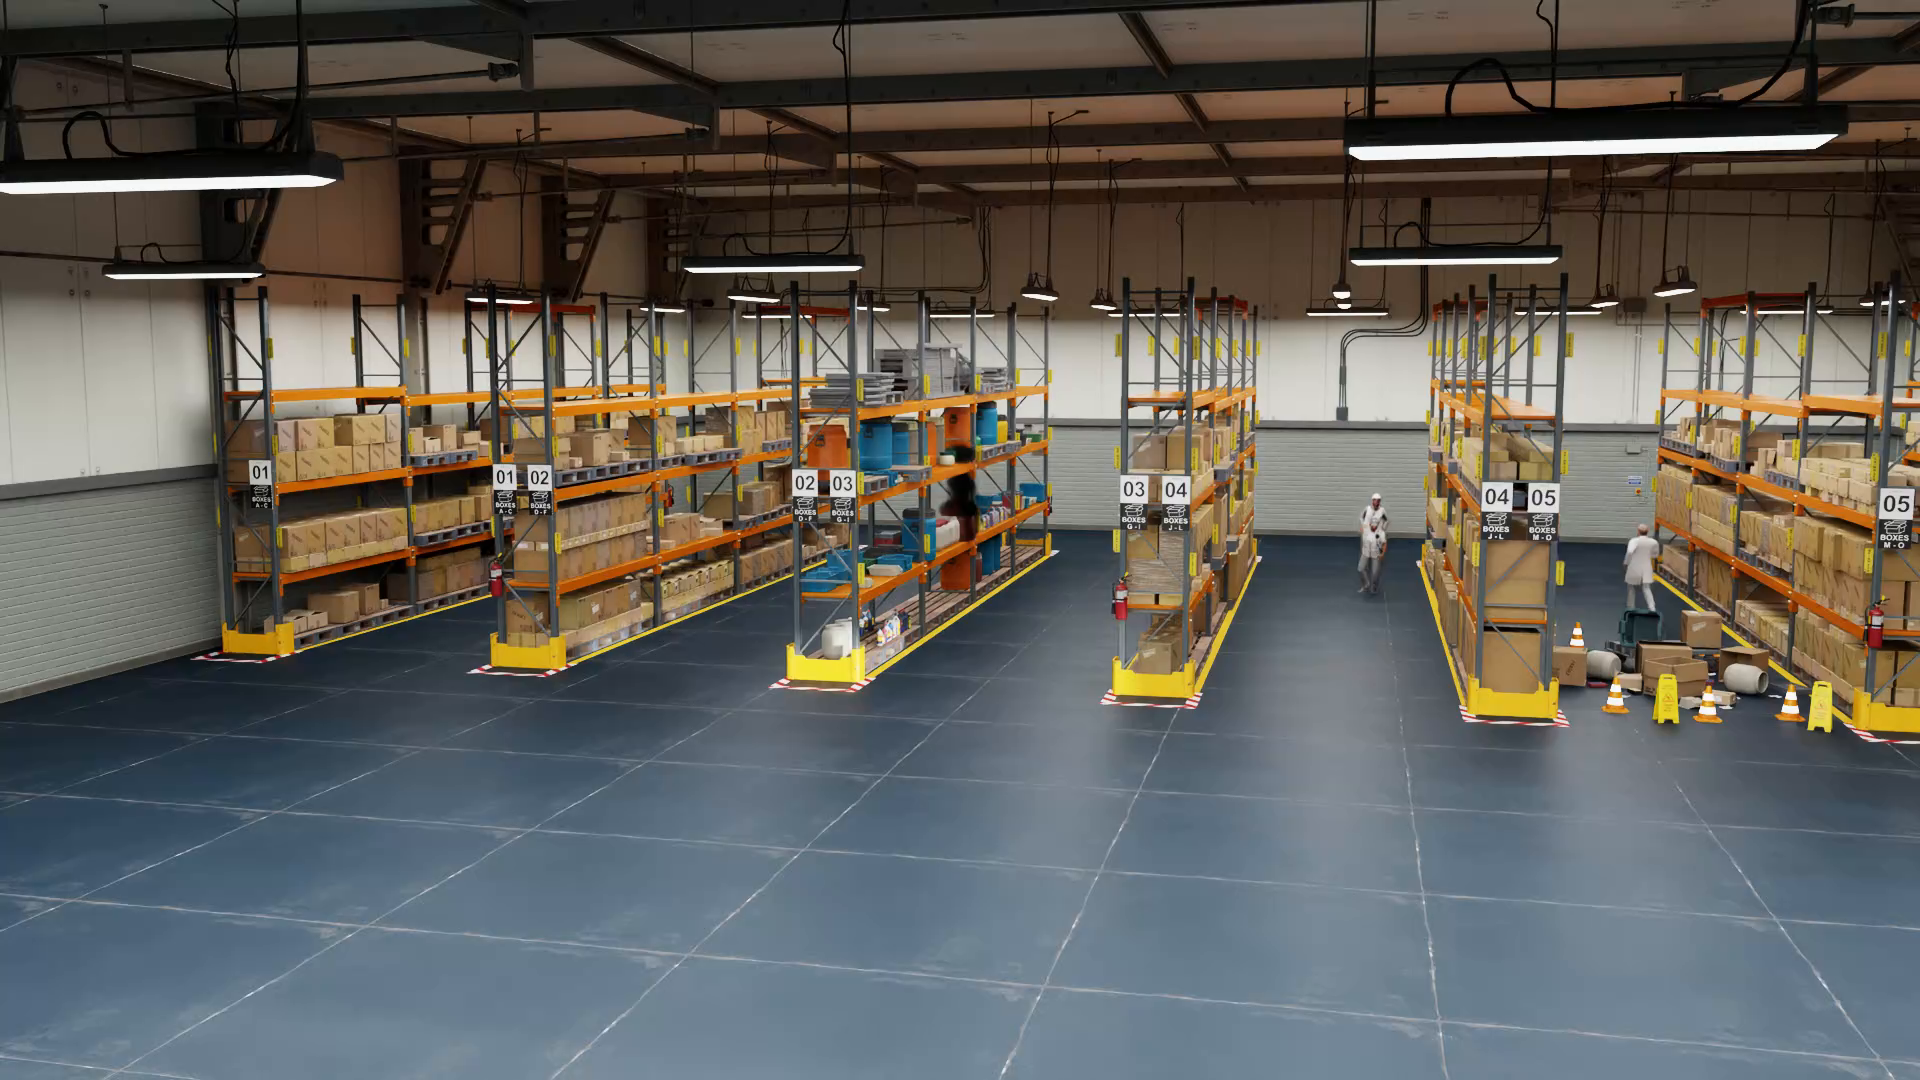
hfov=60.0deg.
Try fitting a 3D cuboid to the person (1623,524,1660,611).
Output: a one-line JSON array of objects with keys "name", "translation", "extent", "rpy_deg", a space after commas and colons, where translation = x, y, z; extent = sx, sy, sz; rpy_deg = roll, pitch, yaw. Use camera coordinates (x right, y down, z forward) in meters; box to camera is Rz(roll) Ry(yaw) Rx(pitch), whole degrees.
[{"name": "person", "translation": [12.576, 0.581, 30.707], "extent": [0.686, 1.740, 1.063], "rpy_deg": [0, 7, 4]}]

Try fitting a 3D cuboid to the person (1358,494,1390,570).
[{"name": "person", "translation": [9.414, -0.193, 37.828], "extent": [0.709, 1.732, 0.623], "rpy_deg": [2, 7, 17]}]

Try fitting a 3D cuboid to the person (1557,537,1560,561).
[{"name": "person", "translation": [12.945, 0.007, 36.558], "extent": [0.604, 1.644, 0.940], "rpy_deg": [-1, 7, -10]}]

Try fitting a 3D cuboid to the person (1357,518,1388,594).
[{"name": "person", "translation": [8.404, 0.321, 33.800], "extent": [0.602, 1.589, 0.738], "rpy_deg": [3, 7, 28]}]

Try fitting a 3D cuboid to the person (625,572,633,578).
[{"name": "person", "translation": [-6.958, 0.329, 34.416], "extent": [0.597, 1.484, 0.869], "rpy_deg": [-1, 7, -7]}]
